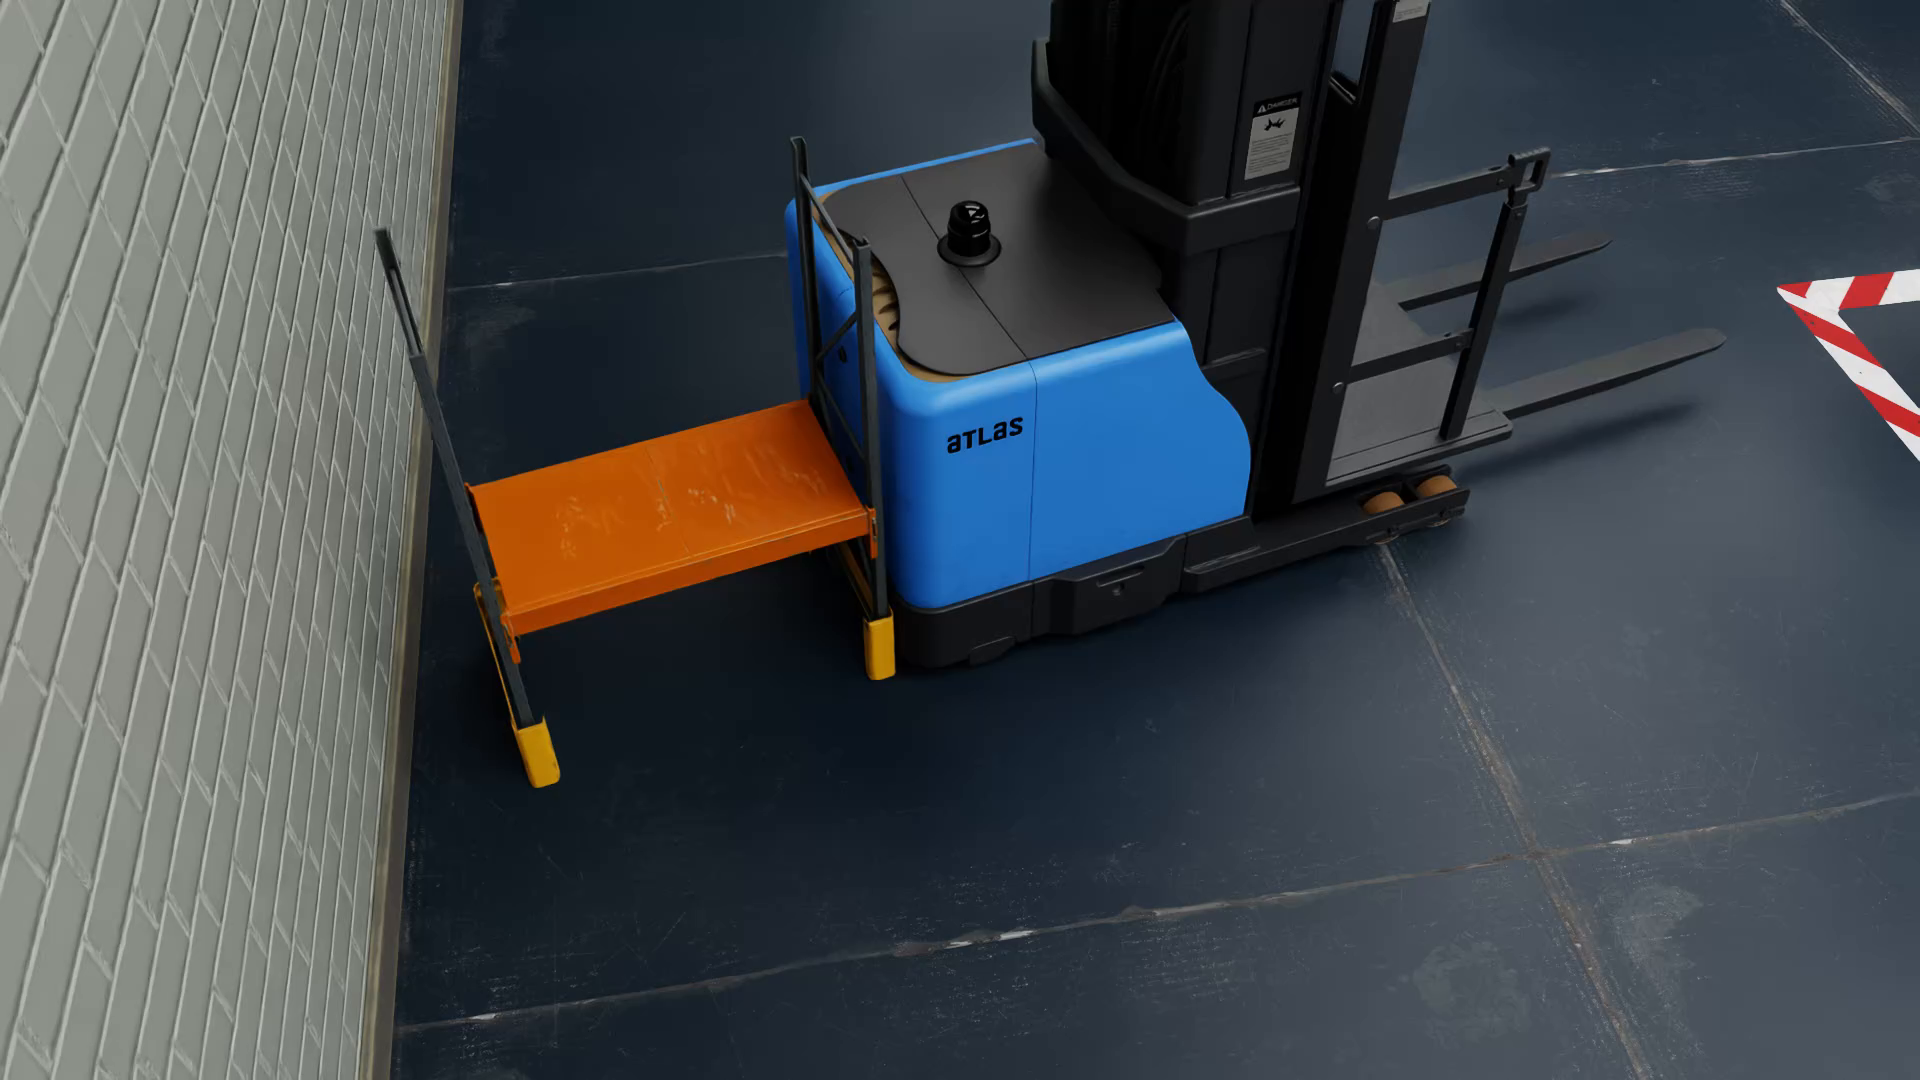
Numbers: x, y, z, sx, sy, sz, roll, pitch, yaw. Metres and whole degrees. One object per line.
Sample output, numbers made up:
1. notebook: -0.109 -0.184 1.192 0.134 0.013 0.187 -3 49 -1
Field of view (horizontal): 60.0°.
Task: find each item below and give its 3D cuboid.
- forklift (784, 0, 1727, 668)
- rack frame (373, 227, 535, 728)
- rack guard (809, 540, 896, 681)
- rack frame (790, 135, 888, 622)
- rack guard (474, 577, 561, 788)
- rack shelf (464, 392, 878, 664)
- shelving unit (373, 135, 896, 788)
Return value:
1. forklift: 1.055 -1.341 4.506 3.031 2.935 1.130 -17 48 -15
2. rack frame: -1.254 -0.037 4.244 0.032 1.500 0.500 -17 48 -15
3. rack guard: -0.332 0.123 4.958 0.087 0.250 0.587 -17 48 -15
4. rack frame: -0.314 -0.316 4.513 0.032 1.500 0.500 -17 48 -15
5. rack guard: -1.253 0.397 4.694 0.087 0.250 0.587 -17 48 -15
6. rack shelf: -0.784 -0.052 4.508 1.000 0.185 0.538 -17 48 -15
7. shelving unit: -0.792 -0.174 4.376 1.083 1.500 0.587 -17 48 -15
